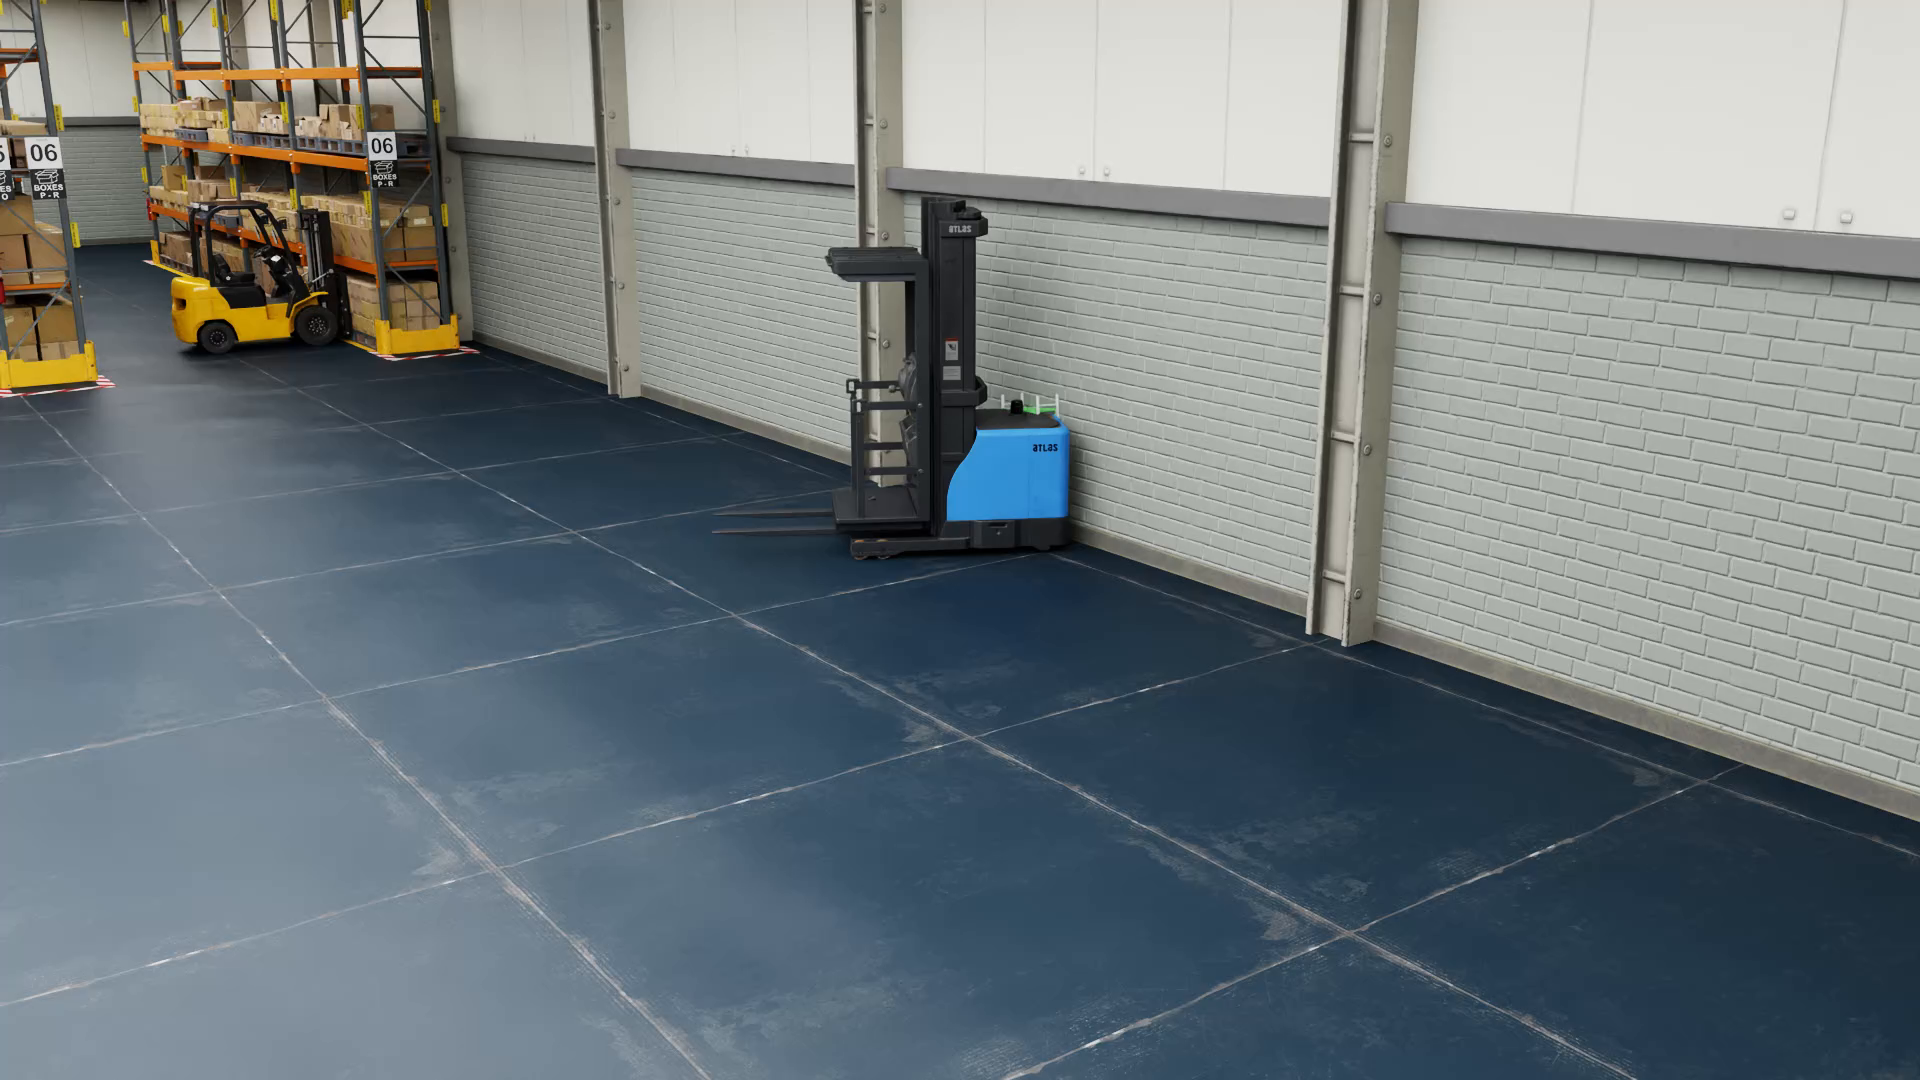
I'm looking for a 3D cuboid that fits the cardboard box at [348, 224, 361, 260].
[{"bbox_3d":[-8.950,-4.534,25.269,0.500,0.500,0.500,-10,18,-33],"label":"cardboard box"}]

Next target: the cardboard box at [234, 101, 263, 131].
[{"bbox_3d":[-12.625,-7.570,29.697,0.500,0.500,0.500,-11,19,-34],"label":"cardboard box"}]

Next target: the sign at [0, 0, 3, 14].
[{"bbox_3d":[-14.065,-7.854,24.307,0.100,0.325,0.005,-11,19,-35],"label":"sign"}]

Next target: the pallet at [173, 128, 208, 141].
[{"bbox_3d":[-14.879,-8.077,33.079,1.213,0.211,1.003,-11,19,-35],"label":"pallet"}]

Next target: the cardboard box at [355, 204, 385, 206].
[{"bbox_3d":[-8.964,-5.021,25.259,0.380,0.149,0.250,-11,19,-34],"label":"cardboard box"}]

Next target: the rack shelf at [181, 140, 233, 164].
[{"bbox_3d":[-14.030,-7.544,32.138,1.077,0.370,4.000,-11,19,-35],"label":"rack shelf"}]

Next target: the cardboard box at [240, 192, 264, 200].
[{"bbox_3d":[-12.905,-6.264,30.364,0.380,0.149,0.250,-10,18,-33],"label":"cardboard box"}]

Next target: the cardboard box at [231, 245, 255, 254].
[{"bbox_3d":[-13.773,-5.573,31.967,0.380,0.149,0.250,-10,18,-33],"label":"cardboard box"}]

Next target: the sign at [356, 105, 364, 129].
[{"bbox_3d":[-8.597,-6.063,23.838,0.100,0.325,0.005,-11,19,-35],"label":"sign"}]

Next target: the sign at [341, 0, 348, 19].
[{"bbox_3d":[-10.039,-8.664,27.117,0.100,0.325,0.005,-11,19,-35],"label":"sign"}]

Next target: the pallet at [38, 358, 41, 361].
[{"bbox_3d":[-12.657,-2.388,22.900,1.003,0.211,1.213,-11,19,-35],"label":"pallet"}]

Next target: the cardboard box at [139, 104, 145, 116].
[{"bbox_3d":[-17.500,-9.351,36.150,0.500,0.250,0.500,-11,19,-35],"label":"cardboard box"}]

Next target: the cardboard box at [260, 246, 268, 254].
[{"bbox_3d":[-13.254,-5.588,32.022,0.380,0.149,0.250,-11,19,-34],"label":"cardboard box"}]

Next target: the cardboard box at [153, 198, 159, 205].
[{"bbox_3d":[-17.587,-7.491,36.741,0.380,0.149,0.250,-11,19,-35],"label":"cardboard box"}]

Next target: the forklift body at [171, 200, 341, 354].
[{"bbox_3d":[-10.741,-4.021,25.194,2.313,2.155,1.214,-11,19,-35],"label":"forklift body"}]

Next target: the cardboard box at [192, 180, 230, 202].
[{"bbox_3d":[-14.798,-6.873,33.022,0.700,0.500,0.500,-11,19,-34],"label":"cardboard box"}]

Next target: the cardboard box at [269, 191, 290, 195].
[{"bbox_3d":[-12.499,-6.340,30.641,0.380,0.149,0.250,-10,18,-33],"label":"cardboard box"}]

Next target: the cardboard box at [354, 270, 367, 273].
[{"bbox_3d":[-9.460,-4.231,26.870,0.500,0.250,0.500,-11,19,-34],"label":"cardboard box"}]

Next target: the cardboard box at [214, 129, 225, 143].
[{"bbox_3d":[-13.648,-7.571,31.157,0.500,0.250,0.500,-11,19,-34],"label":"cardboard box"}]

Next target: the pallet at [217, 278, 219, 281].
[{"bbox_3d":[-13.976,-5.098,32.802,1.003,0.211,1.213,-11,19,-35],"label":"pallet"}]

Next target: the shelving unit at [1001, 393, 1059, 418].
[{"bbox_3d":[0.634,-0.682,14.679,0.258,1.200,0.503,-8,10,-36],"label":"shelving unit"}]

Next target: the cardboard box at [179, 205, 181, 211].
[{"bbox_3d":[-16.073,-6.943,34.738,0.380,0.149,0.250,-10,18,-33],"label":"cardboard box"}]

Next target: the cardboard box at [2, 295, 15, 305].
[{"bbox_3d":[-13.115,-3.287,22.667,0.380,0.149,0.250,-10,18,-33],"label":"cardboard box"}]

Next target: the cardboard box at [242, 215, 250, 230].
[{"bbox_3d":[-12.791,-5.812,30.413,0.500,0.250,0.500,-11,19,-34],"label":"cardboard box"}]

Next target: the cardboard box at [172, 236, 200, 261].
[{"bbox_3d":[-16.574,-6.260,35.705,0.500,0.500,0.500,-10,18,-34],"label":"cardboard box"}]

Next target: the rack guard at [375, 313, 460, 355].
[{"bbox_3d":[-8.136,-3.098,24.948,1.175,0.500,0.348,-11,19,-35],"label":"rack guard"}]

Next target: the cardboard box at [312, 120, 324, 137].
[{"bbox_3d":[-9.875,-6.432,25.981,0.396,0.266,0.258,-11,19,-36],"label":"cardboard box"}]

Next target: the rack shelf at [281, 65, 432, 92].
[{"bbox_3d":[-9.326,-7.090,25.553,1.077,0.370,4.000,-11,19,-35],"label":"rack shelf"}]

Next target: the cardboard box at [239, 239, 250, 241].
[{"bbox_3d":[-14.276,-5.991,33.493,0.380,0.149,0.250,-12,19,-37],"label":"cardboard box"}]

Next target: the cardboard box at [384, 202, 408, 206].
[{"bbox_3d":[-8.602,-5.089,25.505,0.380,0.149,0.250,-11,19,-34],"label":"cardboard box"}]

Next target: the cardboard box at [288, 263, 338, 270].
[{"bbox_3d":[-11.268,-4.497,29.026,0.875,0.625,0.625,-11,19,-35],"label":"cardboard box"}]

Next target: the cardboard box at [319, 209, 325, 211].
[{"bbox_3d":[-9.960,-5.188,26.432,0.380,0.149,0.250,-11,19,-35],"label":"cardboard box"}]

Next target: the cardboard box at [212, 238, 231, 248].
[{"bbox_3d":[-14.825,-5.963,33.391,0.380,0.149,0.250,-12,19,-37],"label":"cardboard box"}]

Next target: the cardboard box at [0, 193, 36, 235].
[{"bbox_3d":[-12.640,-4.287,21.909,0.700,0.500,0.500,-11,19,-36],"label":"cardboard box"}]

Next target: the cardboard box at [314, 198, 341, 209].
[{"bbox_3d":[-10.102,-5.388,26.597,0.380,0.149,0.250,-10,18,-33],"label":"cardboard box"}]

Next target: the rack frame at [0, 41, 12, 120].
[{"bbox_3d":[-14.515,-7.285,24.148,1.000,3.000,0.127,-11,19,-35],"label":"rack frame"}]

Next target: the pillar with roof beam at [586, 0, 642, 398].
[{"bbox_3d":[-7.785,-5.542,17.777,9.100,9.000,0.400,-11,19,-35],"label":"pillar with roof beam"}]

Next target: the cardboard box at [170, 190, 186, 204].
[{"bbox_3d":[-16.292,-7.226,35.018,0.500,0.250,0.500,-11,19,-35],"label":"cardboard box"}]

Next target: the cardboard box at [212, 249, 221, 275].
[{"bbox_3d":[-14.493,-5.510,32.967,0.500,0.500,0.500,-12,19,-36],"label":"cardboard box"}]

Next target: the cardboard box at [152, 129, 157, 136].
[{"bbox_3d":[-17.023,-8.714,35.524,0.380,0.149,0.250,-11,19,-35],"label":"cardboard box"}]

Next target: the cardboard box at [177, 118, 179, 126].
[{"bbox_3d":[-15.352,-8.322,33.109,0.380,0.149,0.250,-11,19,-34],"label":"cardboard box"}]

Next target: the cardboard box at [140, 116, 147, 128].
[{"bbox_3d":[-17.518,-9.106,36.203,0.500,0.250,0.500,-11,19,-35],"label":"cardboard box"}]

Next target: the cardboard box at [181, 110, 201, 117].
[{"bbox_3d":[-15.171,-8.413,32.879,0.380,0.149,0.250,-11,18,-34],"label":"cardboard box"}]

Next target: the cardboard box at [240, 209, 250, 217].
[{"bbox_3d":[-12.811,-6.049,30.333,0.500,0.250,0.500,-11,19,-35],"label":"cardboard box"}]

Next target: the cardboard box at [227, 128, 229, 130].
[{"bbox_3d":[-13.257,-7.622,30.590,0.380,0.149,0.250,-10,18,-33],"label":"cardboard box"}]

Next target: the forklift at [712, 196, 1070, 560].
[{"bbox_3d":[-0.619,-1.395,14.120,3.031,2.935,1.130,-2,15,-6],"label":"forklift"}]

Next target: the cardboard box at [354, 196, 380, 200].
[{"bbox_3d":[-9.592,-5.488,26.964,0.380,0.149,0.250,-11,19,-36],"label":"cardboard box"}]

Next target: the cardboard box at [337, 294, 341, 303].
[{"bbox_3d":[-9.587,-3.805,26.262,0.500,0.250,0.500,-11,19,-35],"label":"cardboard box"}]

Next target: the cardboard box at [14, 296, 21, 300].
[{"bbox_3d":[-13.446,-3.126,23.308,0.500,0.500,0.500,-11,19,-36],"label":"cardboard box"}]

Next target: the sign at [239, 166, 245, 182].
[{"bbox_3d":[-14.759,-7.517,34.164,0.100,0.325,0.005,-11,19,-35],"label":"sign"}]

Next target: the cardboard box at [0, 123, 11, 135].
[{"bbox_3d":[-12.776,-5.573,22.538,0.380,0.149,0.250,-11,19,-35],"label":"cardboard box"}]

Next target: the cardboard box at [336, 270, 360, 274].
[{"bbox_3d":[-9.877,-4.154,26.592,0.500,0.250,0.500,-10,18,-33],"label":"cardboard box"}]

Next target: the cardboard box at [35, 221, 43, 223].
[{"bbox_3d":[-13.436,-4.308,23.882,0.500,0.500,0.500,-10,18,-33],"label":"cardboard box"}]

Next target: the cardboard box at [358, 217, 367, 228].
[{"bbox_3d":[-8.755,-4.750,24.832,0.380,0.149,0.250,-11,18,-34],"label":"cardboard box"}]

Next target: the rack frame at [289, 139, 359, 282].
[{"bbox_3d":[-10.502,-5.163,27.758,1.000,3.000,0.127,-11,19,-35],"label":"rack frame"}]

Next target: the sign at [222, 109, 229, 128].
[{"bbox_3d":[-13.294,-7.629,30.108,0.100,0.325,0.005,-11,19,-35],"label":"sign"}]

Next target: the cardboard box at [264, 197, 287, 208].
[{"bbox_3d":[-11.877,-5.875,28.942,0.380,0.149,0.250,-11,19,-36],"label":"cardboard box"}]
